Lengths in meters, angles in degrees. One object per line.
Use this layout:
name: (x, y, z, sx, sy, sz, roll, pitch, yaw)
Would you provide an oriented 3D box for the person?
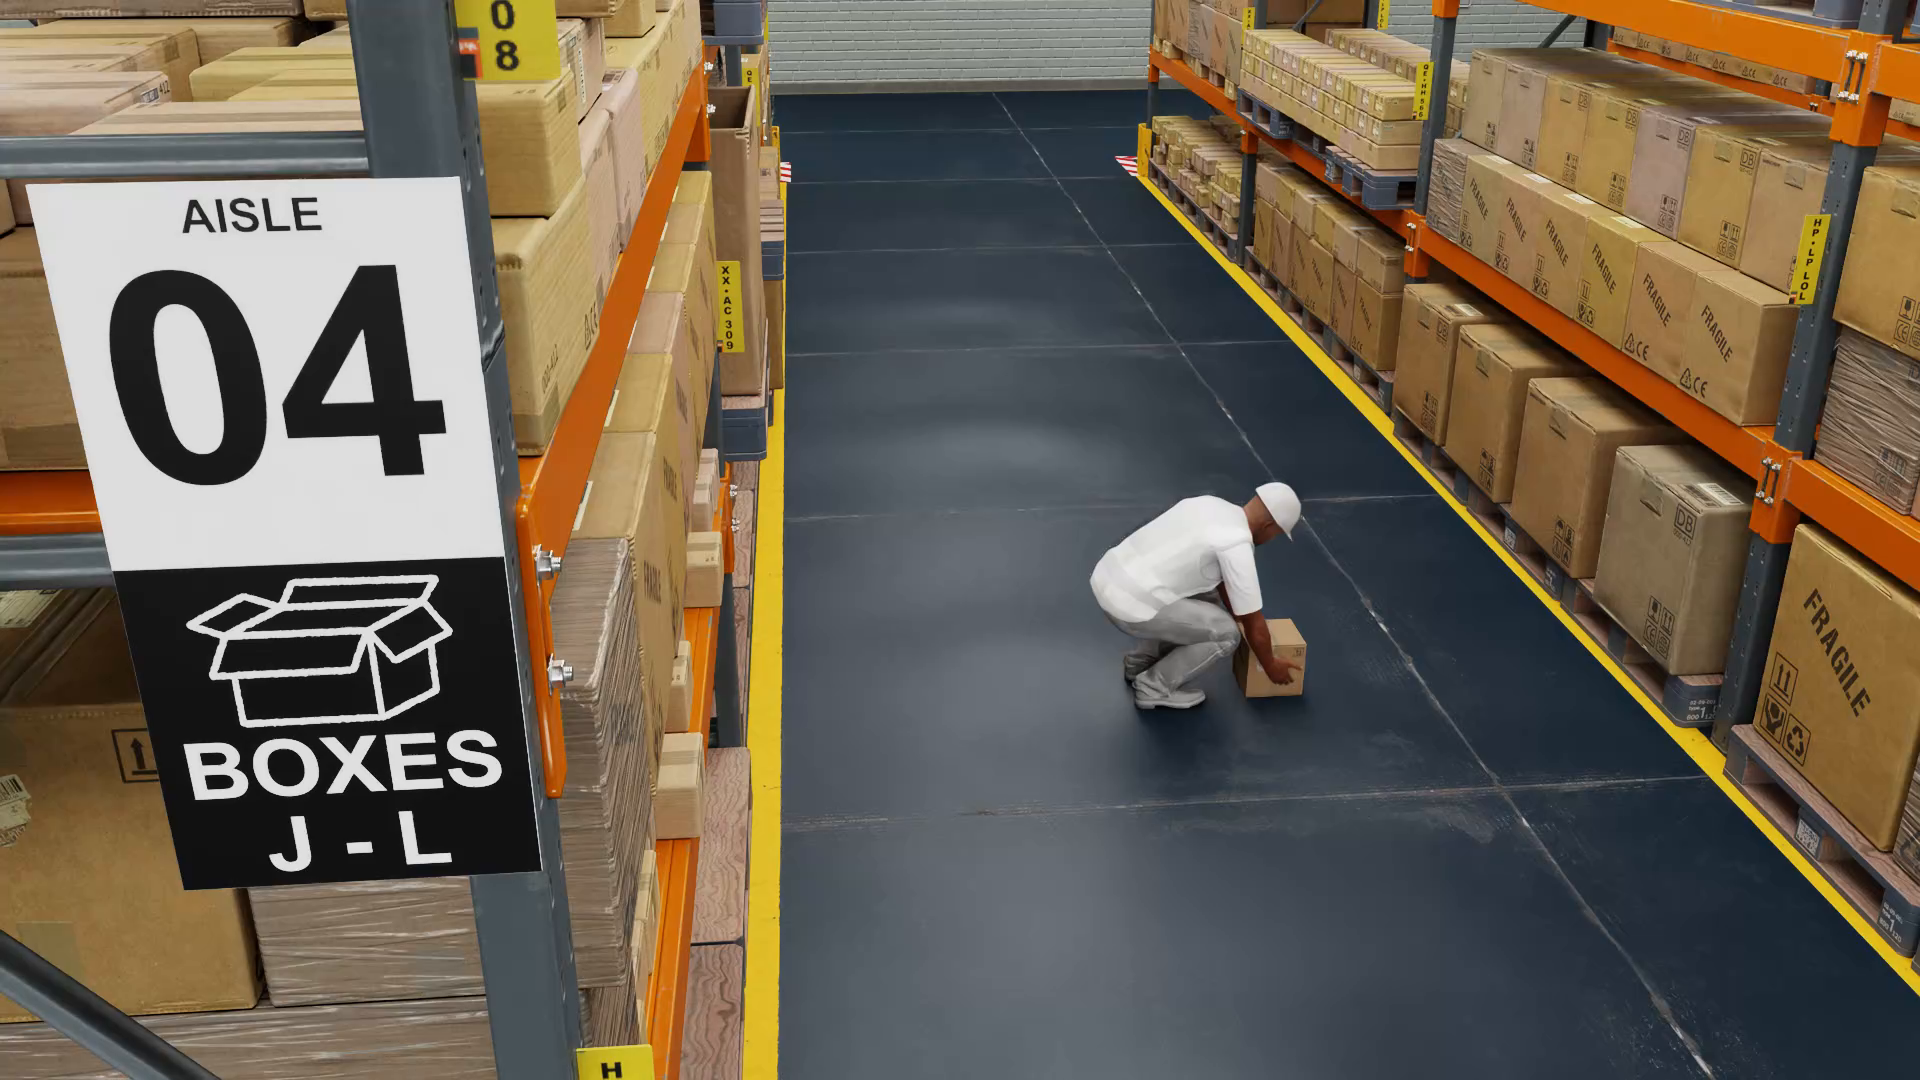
person: (1.014, 0.221, 7.152, 0.896, 0.903, 0.568, -2, 24, -5)
